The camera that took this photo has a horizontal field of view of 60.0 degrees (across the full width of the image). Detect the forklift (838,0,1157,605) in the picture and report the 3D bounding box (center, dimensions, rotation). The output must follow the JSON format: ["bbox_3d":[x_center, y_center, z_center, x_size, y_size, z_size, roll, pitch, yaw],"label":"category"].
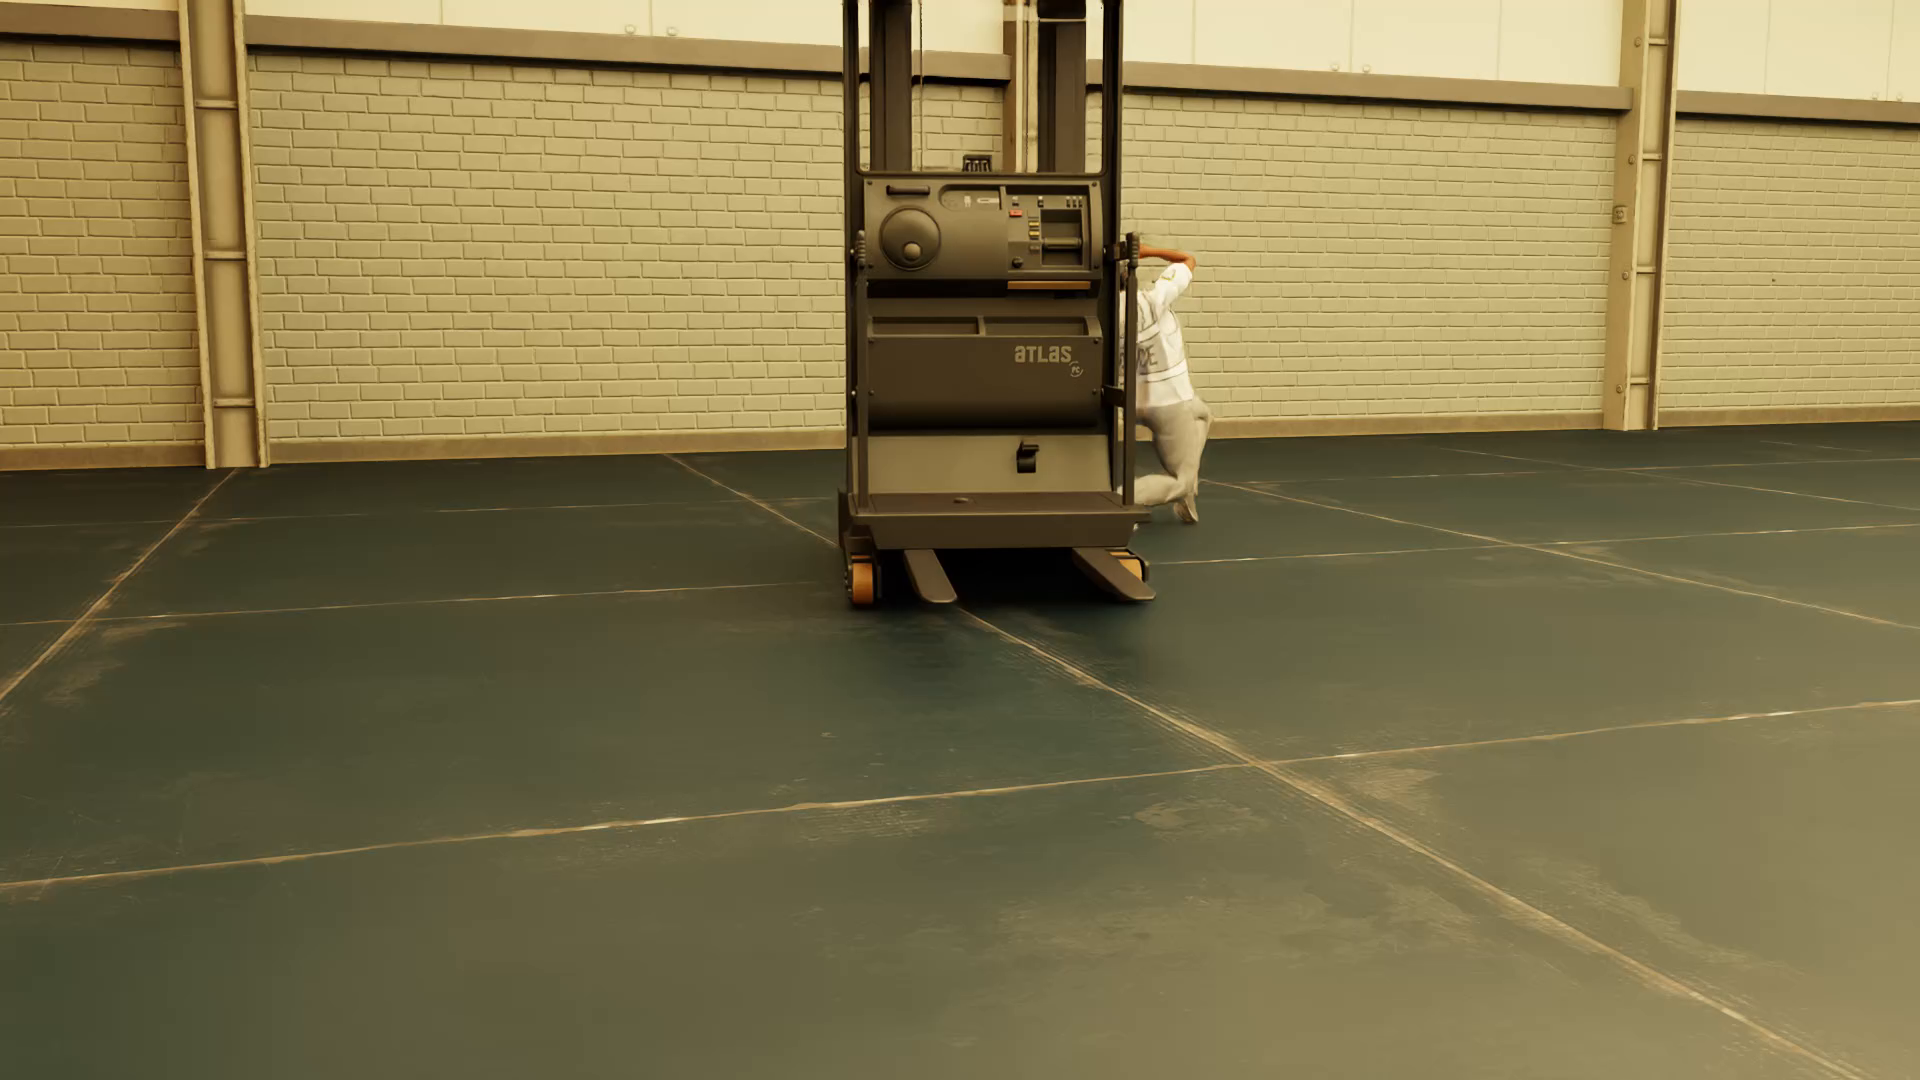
[{"bbox_3d":[0.111,-1.255,6.276,1.130,2.935,3.031,-1,8,-5],"label":"forklift"}]

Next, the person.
[{"bbox_3d":[0.827,-0.780,8.452,0.841,1.443,1.003,-5,9,-35],"label":"person"}]
